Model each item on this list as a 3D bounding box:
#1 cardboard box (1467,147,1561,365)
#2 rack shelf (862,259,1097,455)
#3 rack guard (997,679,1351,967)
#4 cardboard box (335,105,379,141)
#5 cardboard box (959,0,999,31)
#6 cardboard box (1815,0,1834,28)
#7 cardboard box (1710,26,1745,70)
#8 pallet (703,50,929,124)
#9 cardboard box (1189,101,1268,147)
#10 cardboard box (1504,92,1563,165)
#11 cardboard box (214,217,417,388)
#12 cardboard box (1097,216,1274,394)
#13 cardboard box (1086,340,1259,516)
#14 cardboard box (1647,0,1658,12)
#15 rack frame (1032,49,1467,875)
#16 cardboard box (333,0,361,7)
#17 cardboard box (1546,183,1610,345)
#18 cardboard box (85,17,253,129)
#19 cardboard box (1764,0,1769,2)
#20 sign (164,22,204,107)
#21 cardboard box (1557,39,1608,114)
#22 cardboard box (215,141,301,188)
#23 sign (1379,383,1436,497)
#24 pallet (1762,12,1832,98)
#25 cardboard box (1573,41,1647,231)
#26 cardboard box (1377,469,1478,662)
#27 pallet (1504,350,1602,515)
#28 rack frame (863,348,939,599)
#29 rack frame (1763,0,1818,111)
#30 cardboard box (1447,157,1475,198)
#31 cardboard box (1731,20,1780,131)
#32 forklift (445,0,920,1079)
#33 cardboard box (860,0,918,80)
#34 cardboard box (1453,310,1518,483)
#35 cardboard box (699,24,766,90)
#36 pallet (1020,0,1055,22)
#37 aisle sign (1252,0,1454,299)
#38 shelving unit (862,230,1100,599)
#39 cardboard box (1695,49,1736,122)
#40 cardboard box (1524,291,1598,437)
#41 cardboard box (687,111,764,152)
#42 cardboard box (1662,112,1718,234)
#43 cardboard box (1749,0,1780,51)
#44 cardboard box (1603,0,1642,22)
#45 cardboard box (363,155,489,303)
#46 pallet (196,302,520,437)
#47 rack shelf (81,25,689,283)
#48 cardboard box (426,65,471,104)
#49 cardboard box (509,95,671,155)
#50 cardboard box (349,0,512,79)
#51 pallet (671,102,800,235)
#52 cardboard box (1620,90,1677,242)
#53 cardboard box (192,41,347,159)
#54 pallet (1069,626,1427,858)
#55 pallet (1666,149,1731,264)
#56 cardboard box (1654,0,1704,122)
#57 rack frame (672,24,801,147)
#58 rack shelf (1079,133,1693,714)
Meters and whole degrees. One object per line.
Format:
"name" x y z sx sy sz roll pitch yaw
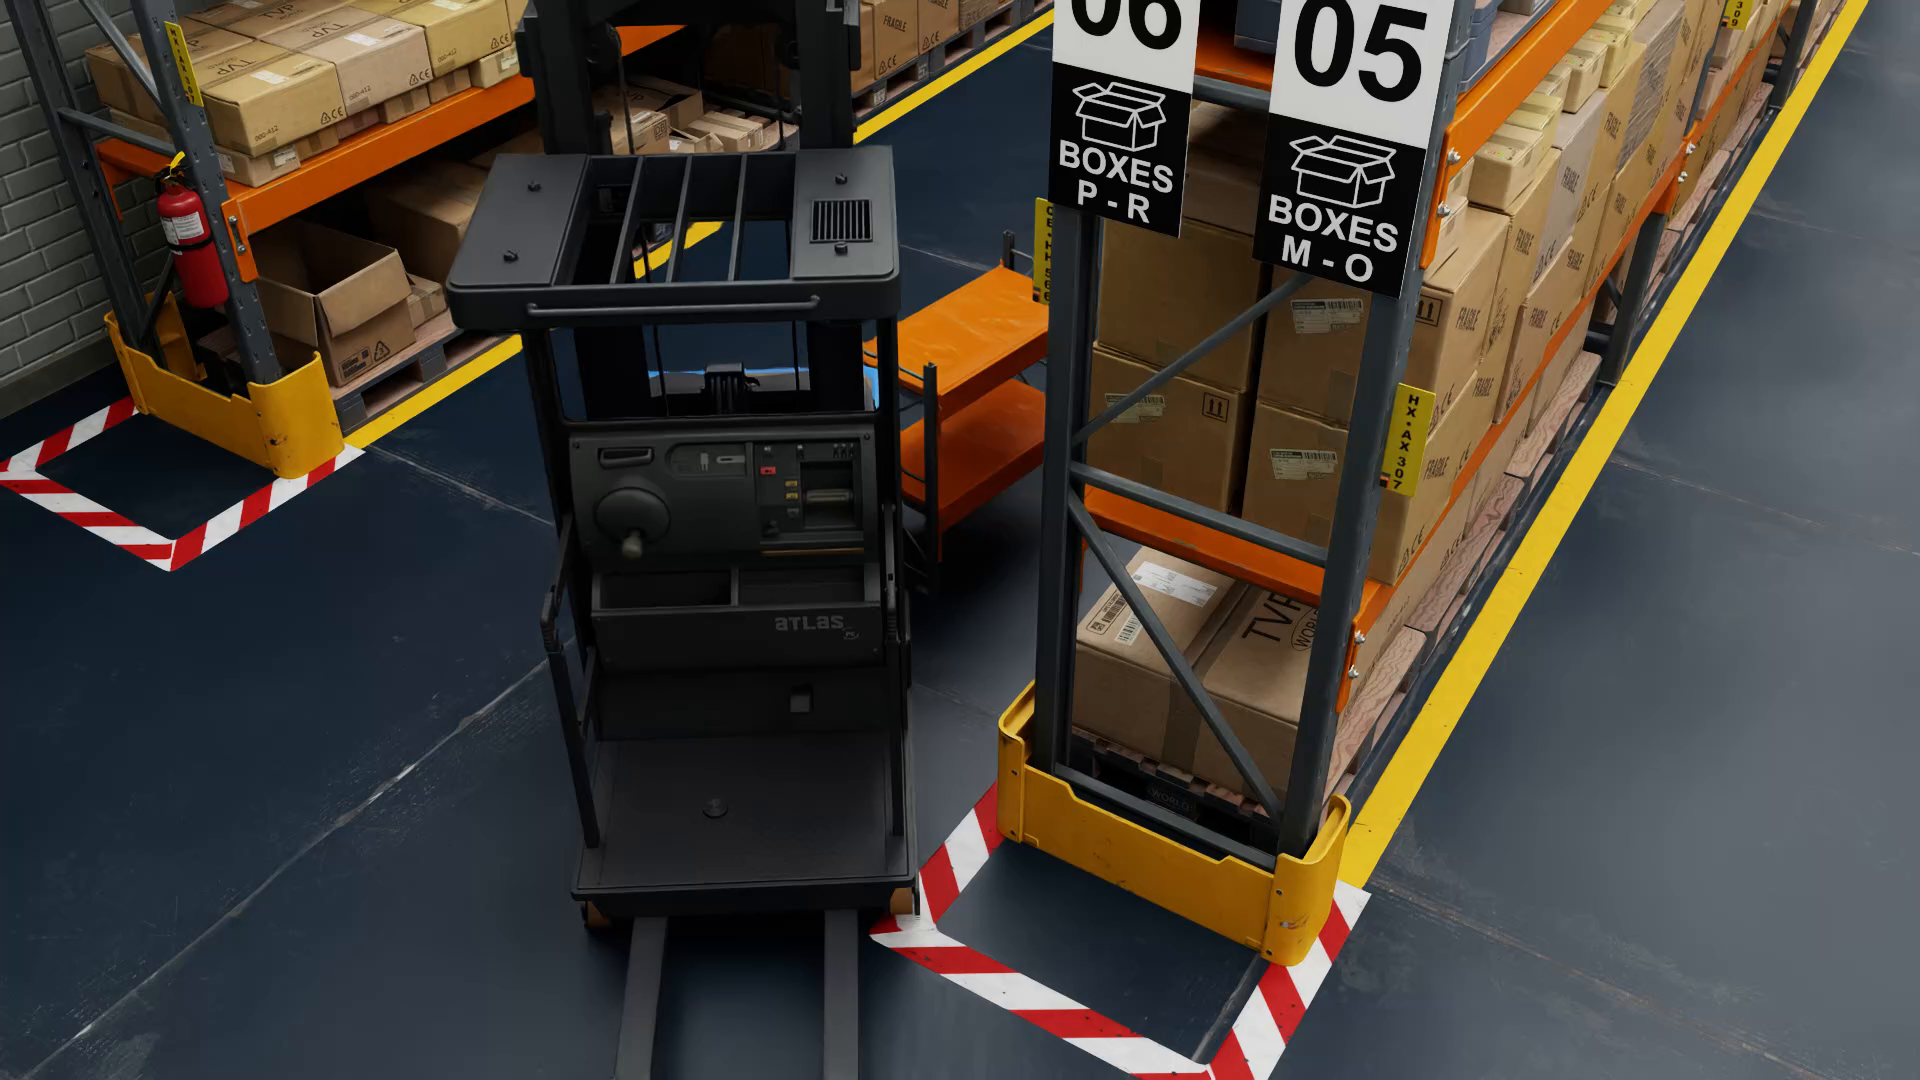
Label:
"cardboard box" 1.473 -0.927 5.095 0.500 0.500 0.500 20 42 24
"rack shelf" 0.048 -0.773 6.852 0.538 0.278 1.000 28 46 31
"rack guard" 0.691 0.934 5.629 1.175 0.500 0.348 21 42 25
"cardboard box" -2.873 -1.964 7.546 0.380 0.149 0.250 21 42 25
"cardboard box" -0.066 -3.904 11.560 0.500 0.500 0.500 20 42 24
"cardboard box" 5.690 -3.990 11.777 0.950 0.372 0.625 20 42 24
"cardboard box" 3.321 -2.404 7.625 0.500 0.250 0.500 20 42 24
"pallet" -0.942 -3.080 11.072 1.003 0.211 1.213 21 42 25
"cardboard box" 0.843 -1.150 4.853 0.380 0.149 0.250 22 43 26
"cardboard box" 1.570 -1.250 4.983 0.380 0.149 0.250 20 42 24
"cardboard box" -3.081 -1.152 7.989 0.797 0.503 0.637 19 42 23
"cardboard box" 0.761 -0.831 4.970 0.500 0.500 0.500 23 43 27
"cardboard box" 0.739 -0.444 5.287 0.500 0.500 0.500 21 42 25
"cardboard box" 2.352 -2.057 6.030 0.380 0.149 0.250 21 42 25
"rack frame" 0.704 -0.069 4.882 1.000 3.000 0.127 21 42 25
"cardboard box" -2.920 -2.592 8.035 0.500 0.250 0.500 23 43 26
"cardboard box" 1.993 -1.052 6.076 0.500 0.500 0.500 23 43 27
"cardboard box" -3.467 -2.073 7.361 0.500 0.250 0.500 22 43 26
"cardboard box" 3.870 -2.933 8.312 0.500 0.250 0.500 22 43 26
"sign" -3.031 -1.856 6.491 0.100 0.325 0.005 21 42 25
"cardboard box" 1.836 -1.518 5.330 0.380 0.149 0.250 22 43 26
"cardboard box" -3.081 -1.671 7.166 0.380 0.149 0.250 21 42 25
"sign" 1.170 -0.258 4.354 0.100 0.325 0.005 21 42 25
"pallet" 5.410 -3.491 11.605 1.003 0.211 1.213 21 42 25
"cardboard box" 2.009 -1.453 5.777 0.500 0.500 0.500 21 42 25
"cardboard box" 1.457 -0.068 6.636 0.875 0.438 0.875 22 43 26
"pallet" 2.374 -0.660 7.933 1.003 0.211 1.213 21 42 25
"rack frame" -0.285 -0.307 6.727 0.500 1.125 0.032 28 46 31
"rack frame" 4.990 -4.193 10.232 1.000 3.000 0.127 21 42 25
"cardboard box" 1.208 -1.012 4.674 0.380 0.149 0.250 22 43 26
"cardboard box" 4.550 -3.189 10.326 0.875 0.875 0.875 21 42 25
"forklift" -0.710 -0.074 4.945 1.130 2.935 3.031 -2 38 -2
"cardboard box" -0.620 -3.382 10.884 0.500 0.500 0.500 21 42 25
"cardboard box" 1.451 -0.532 5.401 0.500 0.500 0.500 21 42 25
"cardboard box" -1.333 -3.279 10.750 0.500 0.500 0.500 21 42 25
"pallet" 0.365 -4.338 12.704 1.003 0.211 1.213 21 42 25
"aisle sign" 0.911 -0.966 3.917 0.394 0.787 0.004 21 42 25
"shelving unit" 0.048 -0.541 7.031 0.538 1.125 1.048 28 46 31
"cardboard box" 3.306 -2.212 7.785 0.500 0.250 0.500 20 42 24
"cardboard box" 2.420 -0.994 7.837 0.875 0.438 0.875 21 42 24
"cardboard box" -1.396 -2.406 9.906 0.380 0.149 0.250 20 42 24
"cardboard box" 3.589 -2.270 9.134 0.875 0.875 0.875 22 43 26
"cardboard box" 3.870 -2.738 8.468 0.500 0.250 0.500 21 42 25
"cardboard box" 2.094 -1.790 5.684 0.380 0.149 0.250 21 42 25
"cardboard box" -2.590 -1.579 8.545 0.700 0.500 0.500 23 43 27
"pallet" -3.022 -1.036 8.422 1.003 0.211 1.213 21 42 25
"rack shelf" -2.417 -2.437 8.543 1.077 0.370 4.000 21 42 25
"cardboard box" -2.548 -2.213 7.869 0.380 0.149 0.250 22 43 26
"cardboard box" -2.034 -2.114 9.239 0.700 0.500 0.500 20 42 23
"cardboard box" -2.480 -2.417 7.808 0.500 0.250 0.500 20 42 24
"pallet" -1.715 -2.294 10.053 1.003 0.211 1.213 21 42 25
"cardboard box" 2.544 -1.581 6.762 0.500 0.500 0.500 20 42 24
"cardboard box" -3.018 -1.895 7.130 0.500 0.250 0.500 21 42 25
"pallet" 1.067 0.598 6.302 1.003 0.211 1.213 21 42 25
"pallet" 3.850 -2.080 9.776 1.003 0.211 1.213 21 42 25
"cardboard box" 2.549 -1.974 6.453 0.500 0.500 0.500 21 42 24
"rack frame" -1.346 -3.752 9.661 1.000 3.000 0.127 21 42 25
"rack shelf" 1.776 -0.815 6.439 1.077 0.370 4.000 21 42 25
